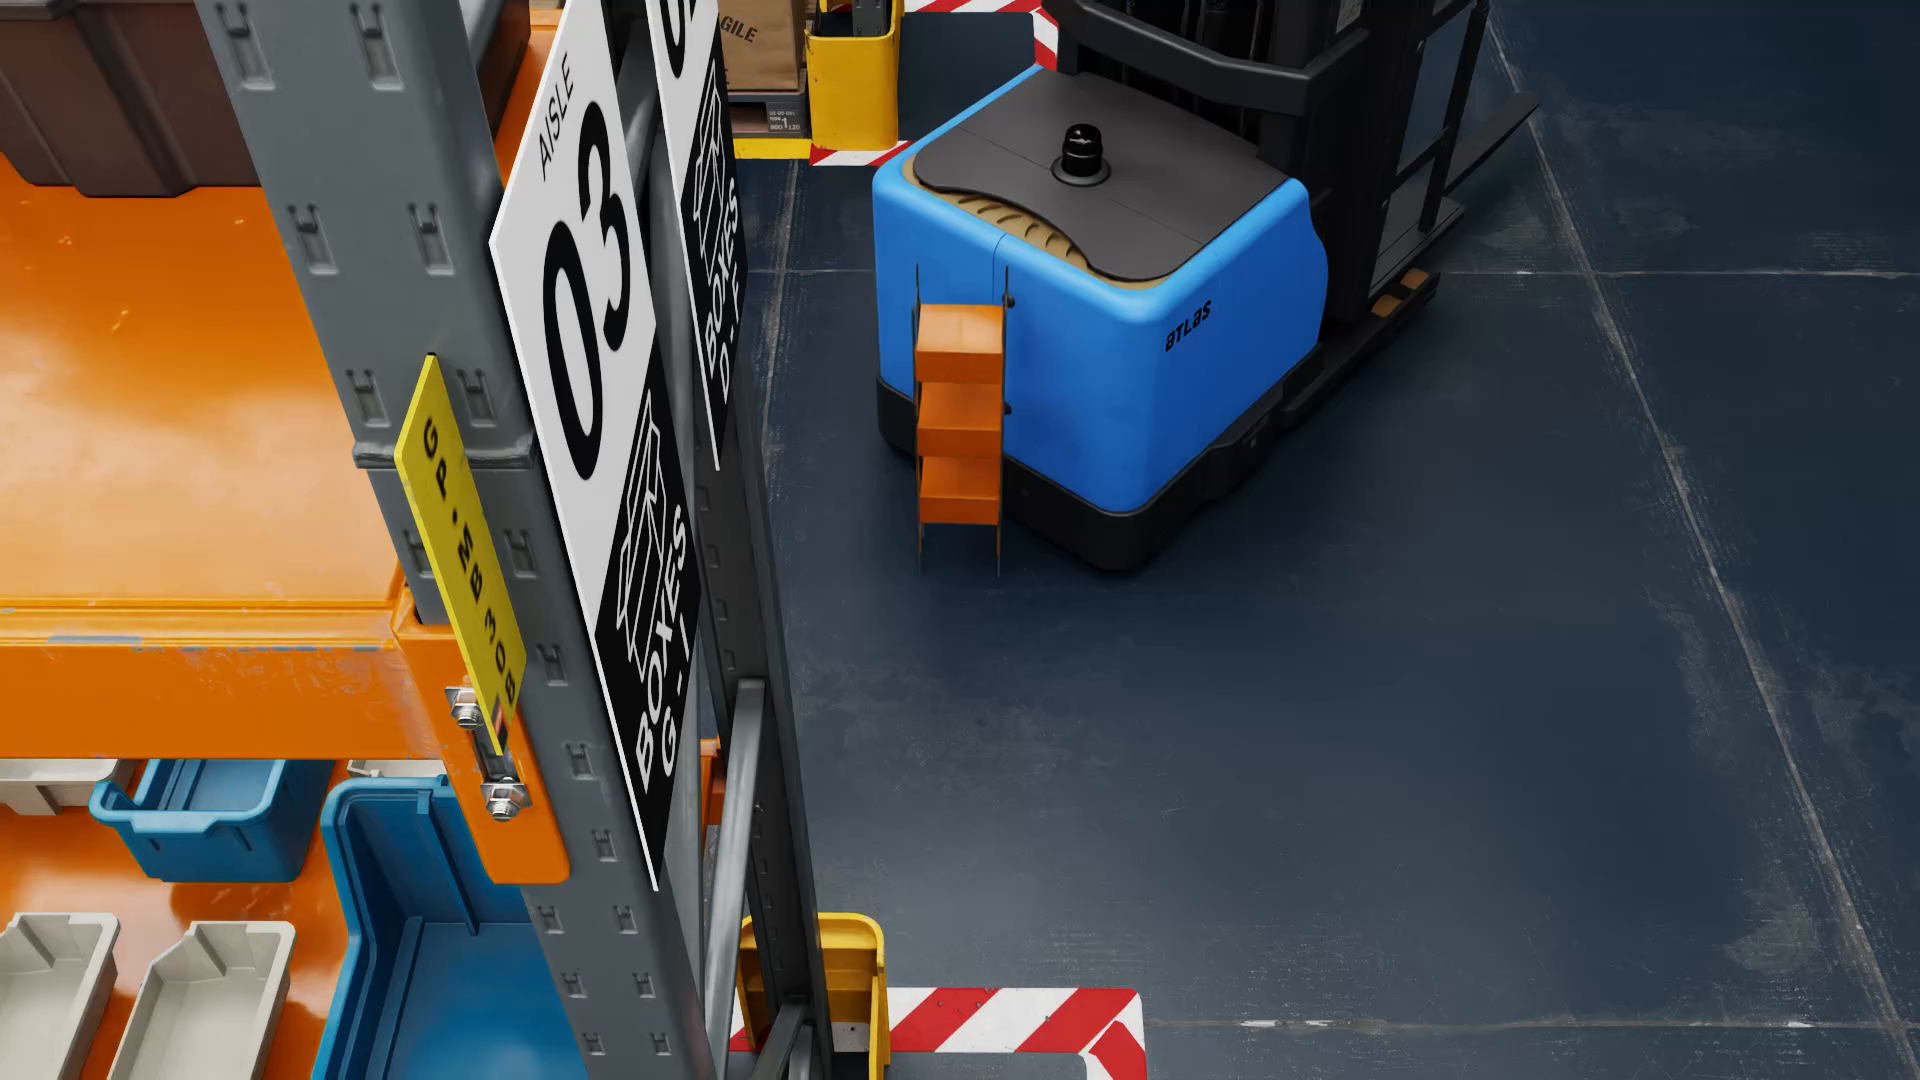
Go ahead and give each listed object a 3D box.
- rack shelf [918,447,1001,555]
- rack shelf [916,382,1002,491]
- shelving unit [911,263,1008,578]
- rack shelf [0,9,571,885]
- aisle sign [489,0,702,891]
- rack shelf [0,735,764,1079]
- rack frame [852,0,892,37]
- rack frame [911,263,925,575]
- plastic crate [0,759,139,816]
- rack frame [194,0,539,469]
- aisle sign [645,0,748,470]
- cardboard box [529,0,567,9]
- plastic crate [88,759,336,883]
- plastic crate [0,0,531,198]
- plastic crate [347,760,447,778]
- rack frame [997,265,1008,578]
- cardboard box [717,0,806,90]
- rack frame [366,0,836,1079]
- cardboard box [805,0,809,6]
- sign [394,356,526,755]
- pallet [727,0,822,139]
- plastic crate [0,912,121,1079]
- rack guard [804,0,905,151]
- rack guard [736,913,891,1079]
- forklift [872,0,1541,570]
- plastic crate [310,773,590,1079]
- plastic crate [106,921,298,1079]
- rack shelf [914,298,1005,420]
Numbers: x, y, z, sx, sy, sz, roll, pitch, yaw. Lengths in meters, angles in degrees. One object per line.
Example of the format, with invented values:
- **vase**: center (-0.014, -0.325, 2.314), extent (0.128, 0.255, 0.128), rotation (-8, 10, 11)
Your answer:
- **rack shelf**: center (0.002, -0.121, 5.039), extent (0.240, 0.259, 0.215), rotation (2, 47, 2)
- **rack shelf**: center (0.002, -0.310, 4.836), extent (0.240, 0.259, 0.215), rotation (2, 47, 2)
- **shelving unit**: center (0.002, -0.317, 4.828), extent (0.252, 1.050, 0.215), rotation (2, 47, 2)
- **rack shelf**: center (-2.370, -0.177, 1.808), extent (4.000, 0.370, 1.077), rotation (0, 47, 0)
- **aisle sign**: center (-0.299, -0.066, 1.486), extent (0.004, 0.787, 0.394), rotation (0, 47, 0)
- **rack shelf**: center (-2.370, 0.845, 2.906), extent (4.000, 0.370, 1.077), rotation (0, 47, 0)
- **rack frame**: center (-0.348, -3.021, 6.013), extent (0.127, 3.000, 1.000), rotation (0, 47, 0)
- **rack frame**: center (-0.120, -0.321, 4.832), extent (0.008, 1.050, 0.200), rotation (2, 47, 2)
- **plastic crate**: center (-1.614, 0.369, 2.996), extent (0.298, 0.136, 0.250), rotation (0, 47, 0)
- **rack frame**: center (-0.370, -1.439, 0.442), extent (0.127, 3.000, 1.000), rotation (0, 47, 0)
- **aisle sign**: center (-0.297, -0.498, 1.888), extent (0.004, 0.787, 0.394), rotation (0, 47, 0)
- **cardboard box**: center (-1.842, -2.080, 6.714), extent (0.500, 0.250, 0.500), rotation (0, 47, 0)
- **plastic crate**: center (-1.274, 0.398, 2.904), extent (0.300, 0.233, 0.416), rotation (0, 47, 0)
- **plastic crate**: center (-0.754, -0.578, 1.779), extent (0.590, 0.269, 0.497), rotation (0, 47, 0)
- **plastic crate**: center (-0.936, 0.371, 2.994), extent (0.298, 0.136, 0.250), rotation (0, 47, 0)
- **rack frame**: center (0.123, -0.314, 4.825), extent (0.008, 1.050, 0.200), rotation (2, 47, 2)
- **cardboard box**: center (-0.892, -2.140, 6.600), extent (0.500, 0.500, 0.500), rotation (0, 47, 0)
- **rack frame**: center (-0.370, 0.605, 2.638), extent (0.127, 3.000, 1.000), rotation (0, 47, 0)
- **cardboard box**: center (-0.765, -2.452, 7.130), extent (0.250, 0.149, 0.380), rotation (0, 47, 0)
- **sign**: center (-0.356, 0.021, 1.203), extent (0.005, 0.325, 0.100), rotation (0, 47, 0)
- **pallet**: center (-1.221, -2.072, 7.035), extent (1.213, 0.211, 1.003), rotation (0, 47, 0)
- **plastic crate**: center (-1.476, 0.793, 2.602), extent (0.243, 0.136, 0.396), rotation (0, 47, 0)
- **rack guard**: center (-0.424, -2.169, 6.928), extent (0.348, 0.500, 1.175), rotation (0, 47, 0)
- **rack guard**: center (-0.346, 1.447, 3.562), extent (0.348, 0.500, 1.175), rotation (0, 47, 0)
- **forklift**: center (1.066, -1.918, 5.033), extent (1.130, 2.935, 3.031), rotation (32, 55, 26)
- **plastic crate**: center (-0.705, 0.708, 2.476), extent (0.499, 0.435, 0.616), rotation (0, 47, 0)
- **plastic crate**: center (-1.186, 0.805, 2.591), extent (0.243, 0.136, 0.396), rotation (0, 47, 0)
- **rack shelf**: center (0.002, -0.504, 4.628), extent (0.240, 0.259, 0.215), rotation (2, 47, 2)
